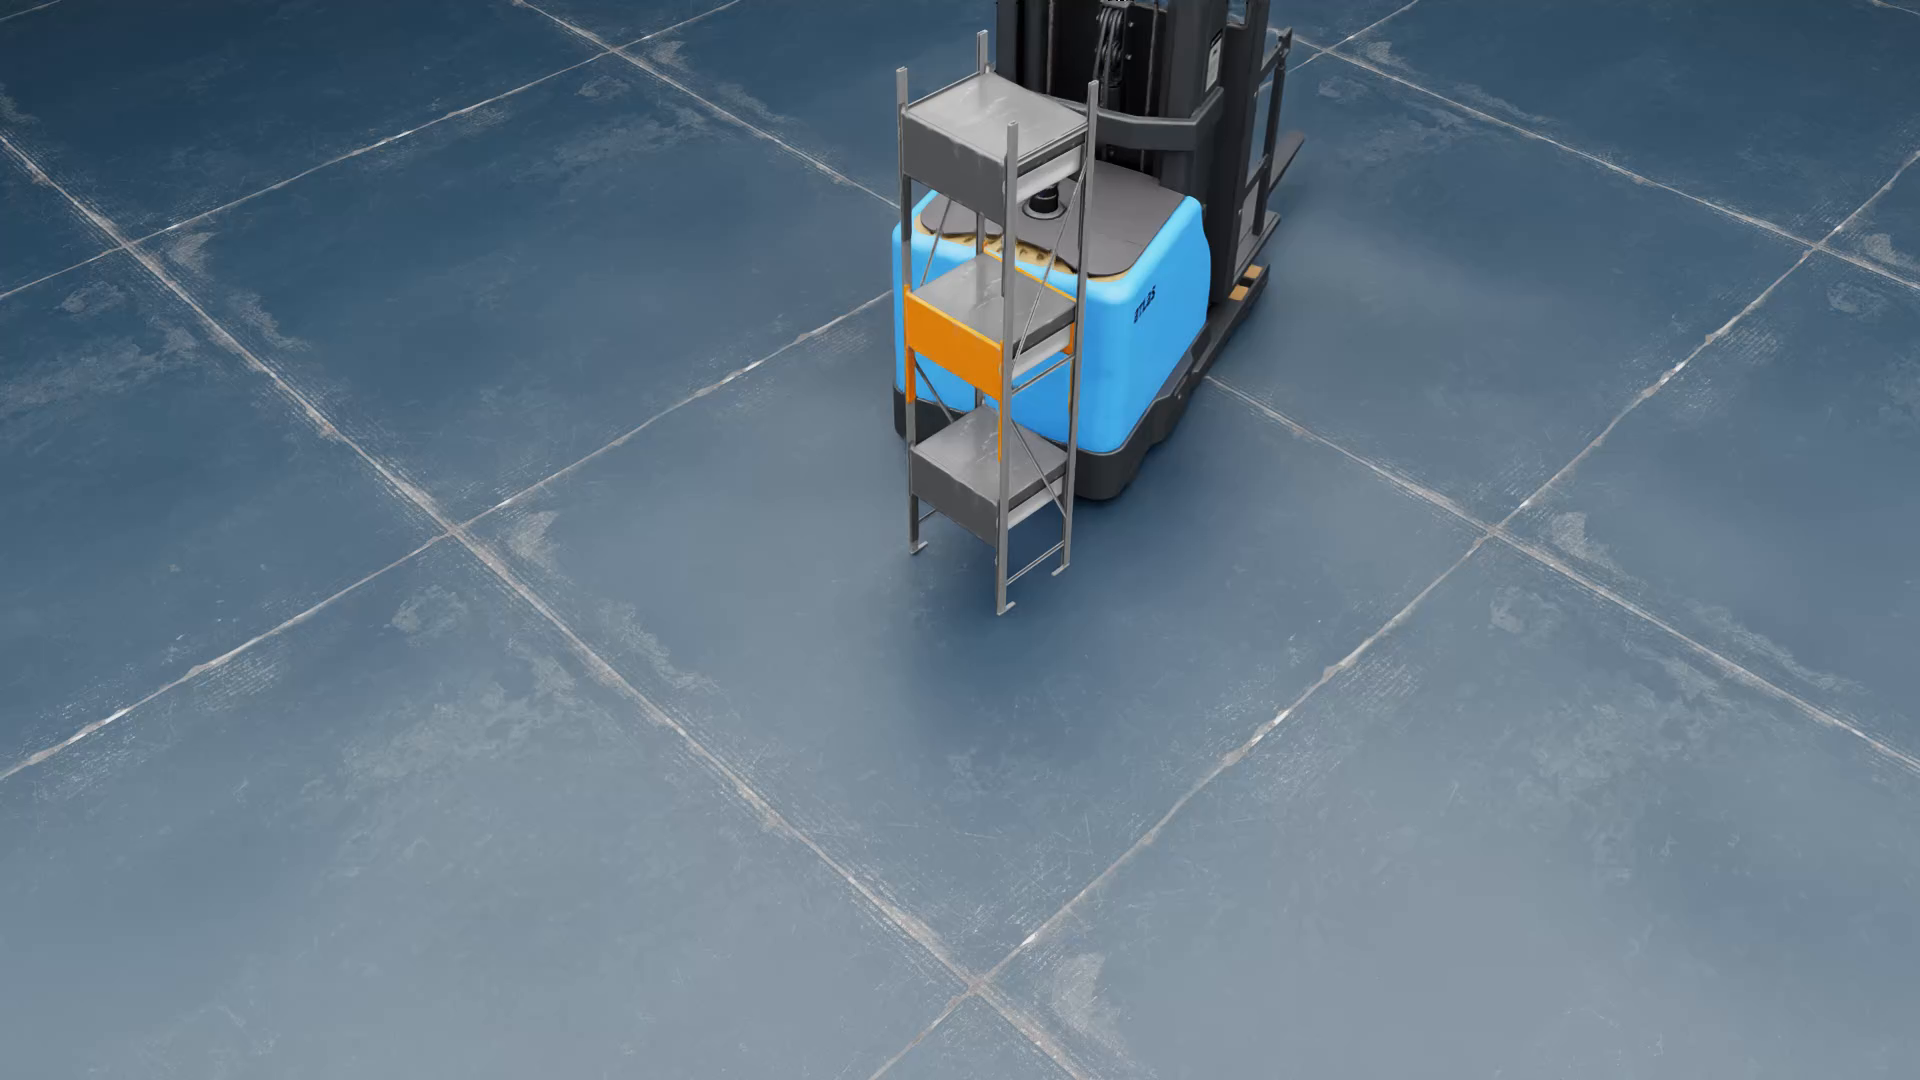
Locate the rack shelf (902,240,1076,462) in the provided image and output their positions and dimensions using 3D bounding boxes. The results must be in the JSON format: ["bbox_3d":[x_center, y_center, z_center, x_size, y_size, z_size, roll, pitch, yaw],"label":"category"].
[{"bbox_3d":[0.117,-0.682,5.961,0.431,0.518,0.480,-34,53,-31],"label":"rack shelf"}]

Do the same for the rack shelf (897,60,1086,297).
[{"bbox_3d":[0.117,-1.196,5.486,0.431,0.518,0.480,-34,53,-31],"label":"rack shelf"}]

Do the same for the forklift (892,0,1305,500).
[{"bbox_3d":[0.831,-2.240,7.015,1.130,2.935,3.031,19,46,19],"label":"forklift"}]

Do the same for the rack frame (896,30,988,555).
[{"bbox_3d":[-0.055,-0.809,6.078,0.400,2.100,0.015,-34,53,-31],"label":"rack frame"}]

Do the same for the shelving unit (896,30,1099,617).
[{"bbox_3d":[0.117,-0.692,5.951,0.431,2.100,0.503,-34,53,-31],"label":"shelving unit"}]

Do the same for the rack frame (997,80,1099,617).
[{"bbox_3d":[0.289,-0.574,5.824,0.400,2.100,0.015,-34,53,-31],"label":"rack frame"}]

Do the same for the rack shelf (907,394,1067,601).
[{"bbox_3d":[0.117,-0.168,6.436,0.431,0.518,0.480,-34,53,-31],"label":"rack shelf"}]
